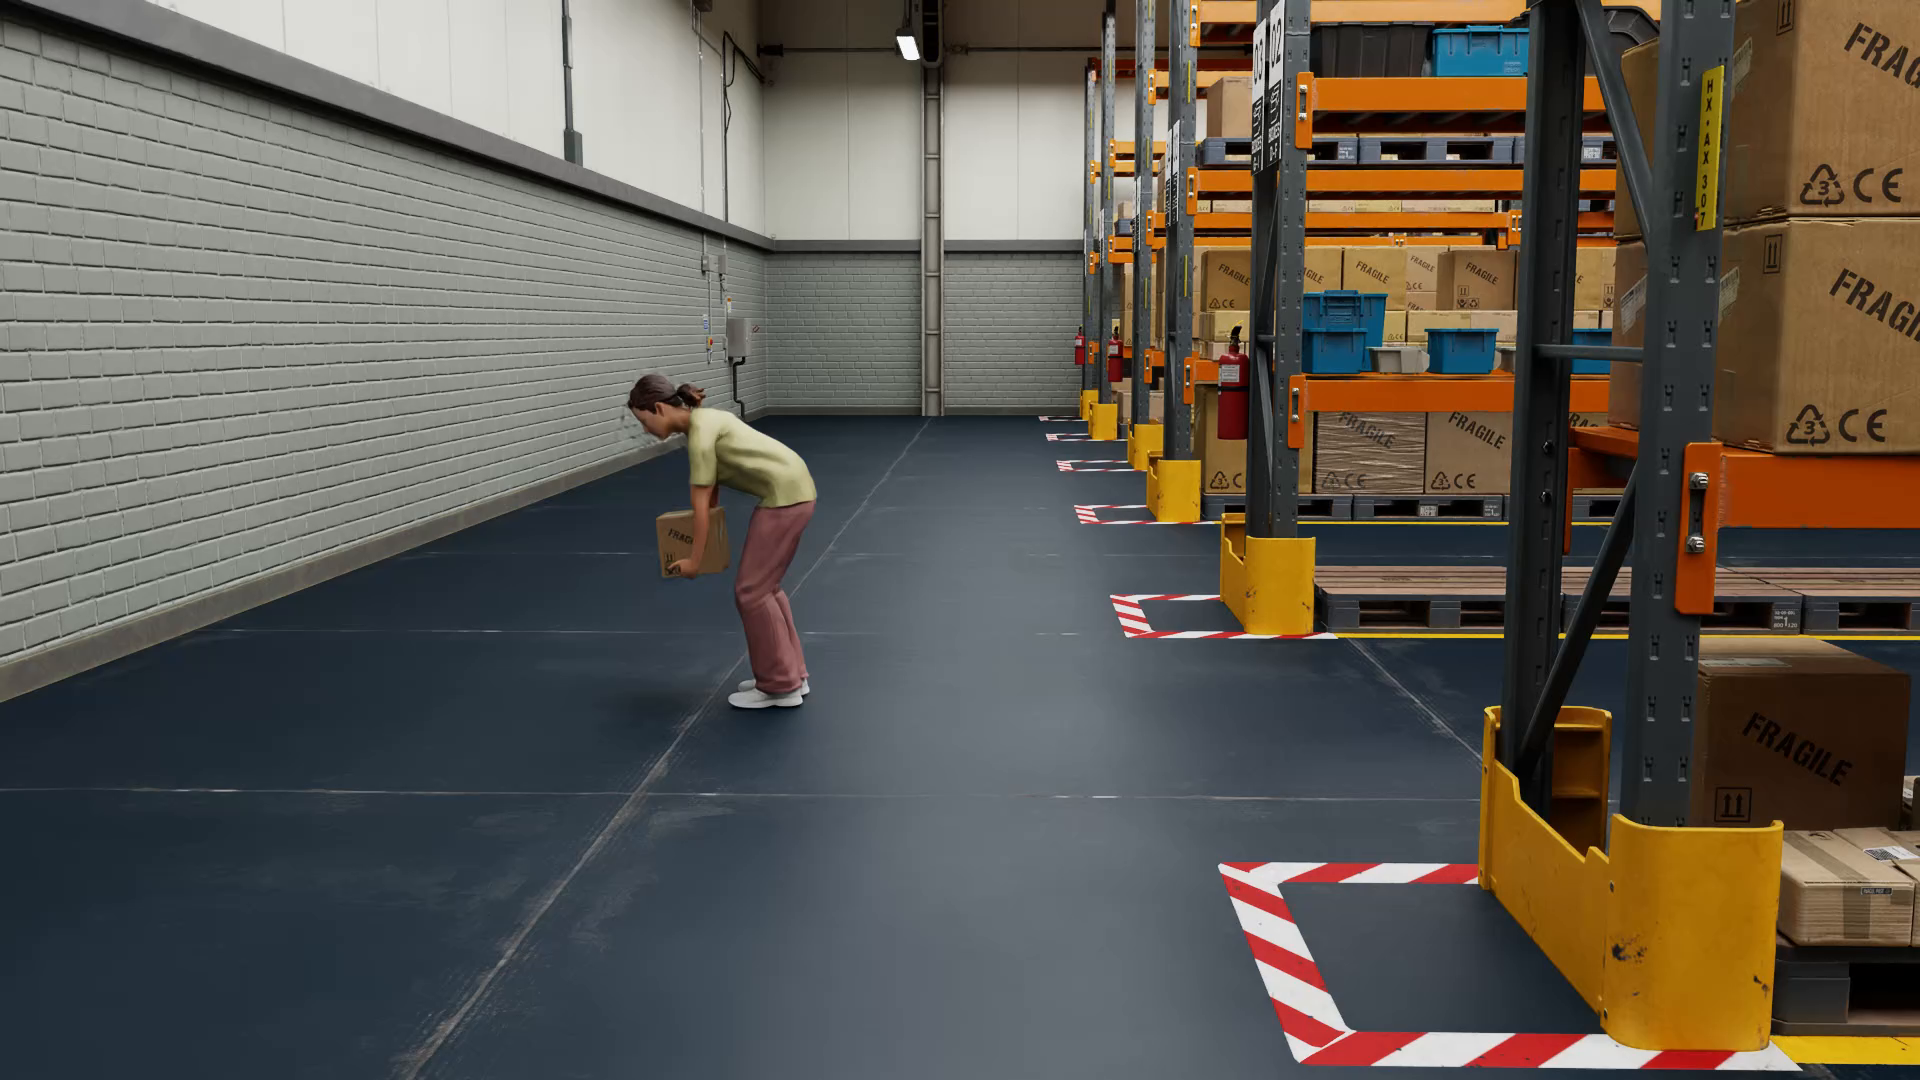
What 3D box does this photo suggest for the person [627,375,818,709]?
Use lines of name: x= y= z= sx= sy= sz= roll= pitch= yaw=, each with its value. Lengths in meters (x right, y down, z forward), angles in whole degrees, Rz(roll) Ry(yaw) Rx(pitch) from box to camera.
person: x=-0.987 y=0.000 z=6.960 sx=0.777 sy=1.380 sz=0.406 roll=0 pitch=7 yaw=0
